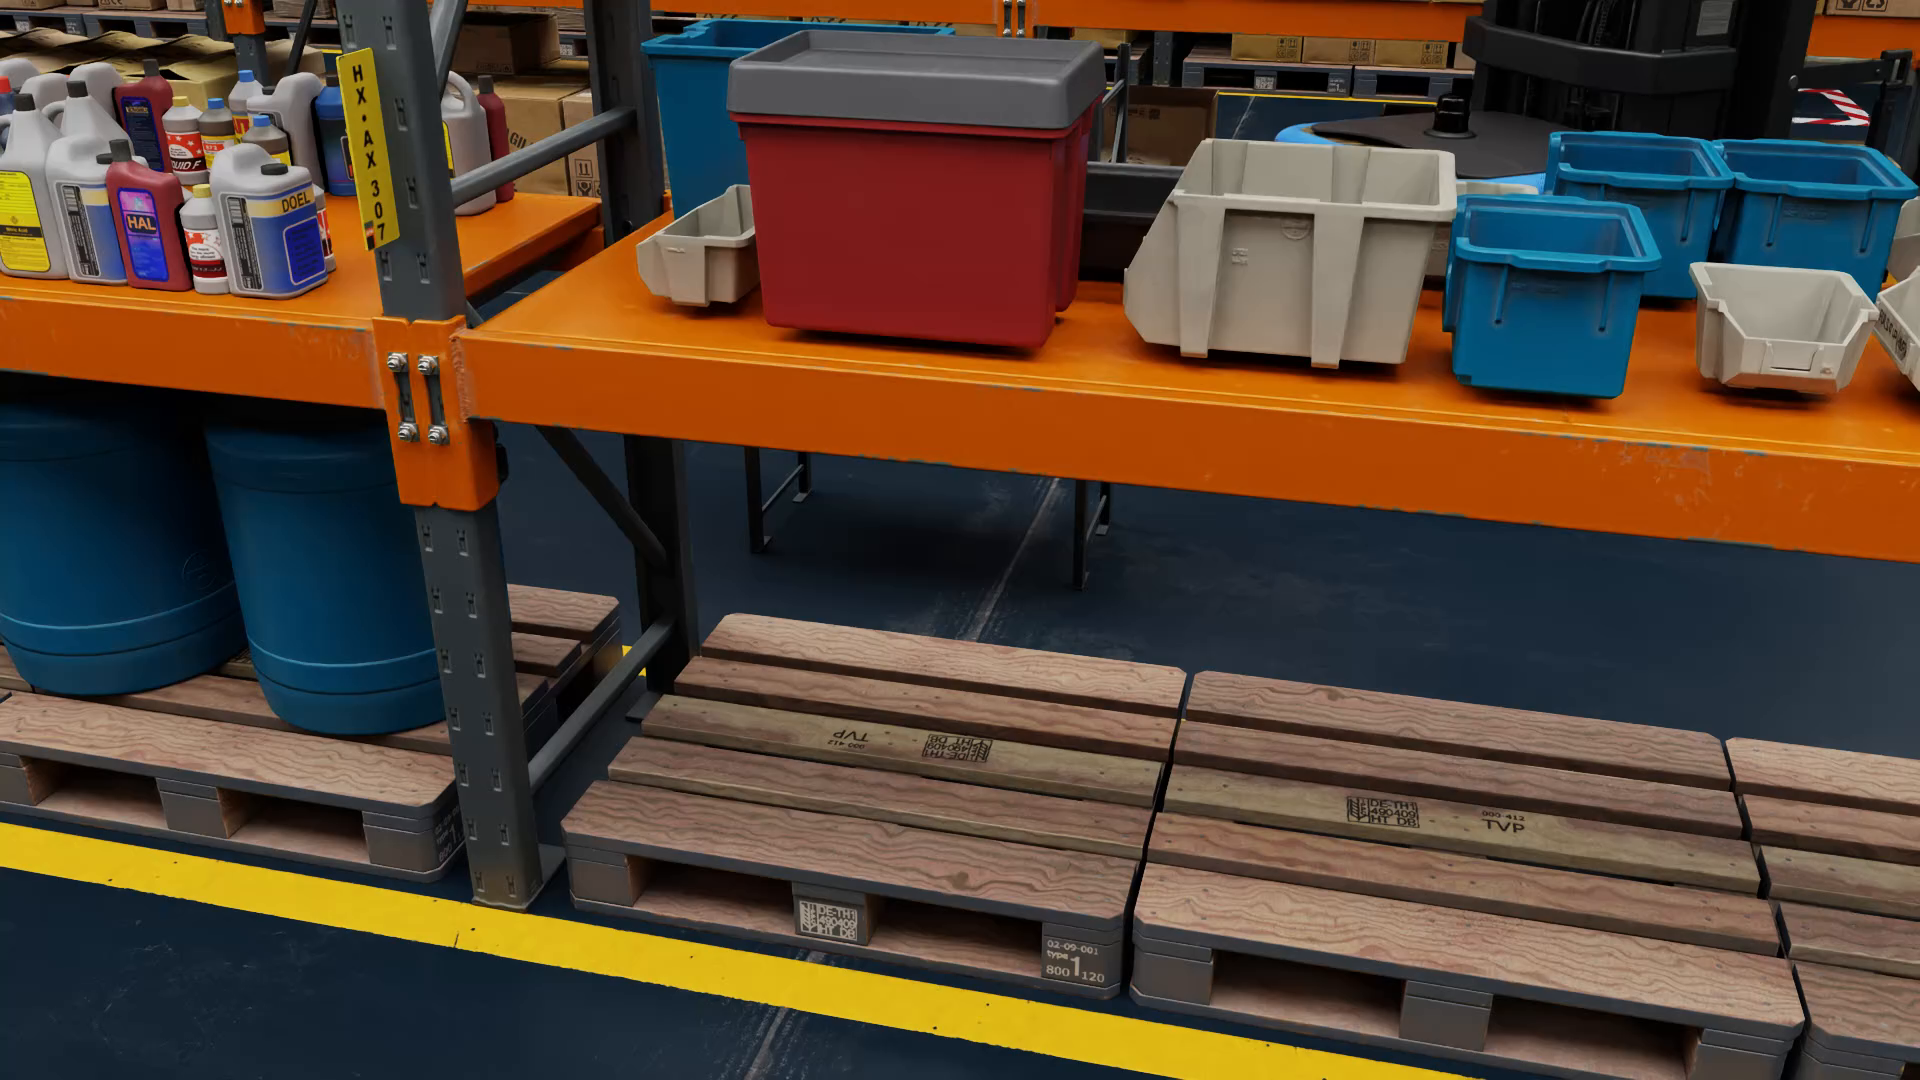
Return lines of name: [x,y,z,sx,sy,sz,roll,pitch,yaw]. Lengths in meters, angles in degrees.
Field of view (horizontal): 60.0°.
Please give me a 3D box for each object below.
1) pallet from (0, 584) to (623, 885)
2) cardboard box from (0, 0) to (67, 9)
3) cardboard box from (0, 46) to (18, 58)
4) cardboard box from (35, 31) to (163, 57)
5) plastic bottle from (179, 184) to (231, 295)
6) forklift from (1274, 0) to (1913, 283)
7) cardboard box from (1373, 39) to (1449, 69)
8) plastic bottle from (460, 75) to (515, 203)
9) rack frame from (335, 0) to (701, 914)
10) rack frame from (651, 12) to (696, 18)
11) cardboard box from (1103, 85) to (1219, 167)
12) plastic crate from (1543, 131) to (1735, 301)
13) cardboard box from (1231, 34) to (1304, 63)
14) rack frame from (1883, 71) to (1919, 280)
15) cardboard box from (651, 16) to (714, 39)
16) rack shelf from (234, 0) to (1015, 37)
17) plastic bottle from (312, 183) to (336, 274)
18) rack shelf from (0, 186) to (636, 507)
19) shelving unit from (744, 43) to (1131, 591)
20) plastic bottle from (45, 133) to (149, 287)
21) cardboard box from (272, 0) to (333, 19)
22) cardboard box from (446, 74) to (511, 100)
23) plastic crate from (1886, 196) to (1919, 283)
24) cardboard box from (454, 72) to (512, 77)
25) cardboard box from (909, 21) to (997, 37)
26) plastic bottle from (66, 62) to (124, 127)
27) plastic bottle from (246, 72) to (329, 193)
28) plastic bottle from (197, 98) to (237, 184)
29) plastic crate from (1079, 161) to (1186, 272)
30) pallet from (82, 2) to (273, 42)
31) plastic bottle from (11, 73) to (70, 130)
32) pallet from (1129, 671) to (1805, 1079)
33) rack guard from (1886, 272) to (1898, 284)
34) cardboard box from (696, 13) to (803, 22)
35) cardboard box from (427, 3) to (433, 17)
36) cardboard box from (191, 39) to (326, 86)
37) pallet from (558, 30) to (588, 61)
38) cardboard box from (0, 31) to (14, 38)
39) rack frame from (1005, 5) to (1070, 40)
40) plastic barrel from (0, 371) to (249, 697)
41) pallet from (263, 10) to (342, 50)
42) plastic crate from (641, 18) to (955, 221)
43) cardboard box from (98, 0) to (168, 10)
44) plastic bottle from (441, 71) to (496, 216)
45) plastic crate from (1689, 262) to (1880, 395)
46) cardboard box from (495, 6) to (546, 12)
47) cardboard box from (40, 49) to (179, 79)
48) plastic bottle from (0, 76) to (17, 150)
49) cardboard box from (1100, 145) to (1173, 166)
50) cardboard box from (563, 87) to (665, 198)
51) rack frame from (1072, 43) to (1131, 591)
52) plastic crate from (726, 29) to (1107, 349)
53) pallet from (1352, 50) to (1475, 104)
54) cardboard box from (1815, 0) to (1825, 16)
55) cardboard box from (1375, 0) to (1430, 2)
pallet: [-1.604,0.393,4.180,1.213,0.211,1.003,6,26,13]
cardboard box: [-8.124,-4.974,14.604,0.500,0.500,0.700,5,26,10]
cardboard box: [-5.550,-2.574,9.225,0.500,0.311,0.500,7,26,14]
cardboard box: [-4.942,-2.744,9.583,0.500,0.311,0.500,6,26,12]
plastic bottle: [-1.448,-0.586,3.221,0.097,0.201,0.097,0,25,0]
forklift: [2.643,-1.853,5.732,3.031,2.935,1.130,-10,27,-21]
cardboard box: [3.281,-3.718,11.990,0.500,0.500,0.700,7,26,14]
plastic bottle: [-1.116,-0.931,3.851,0.133,0.283,0.061,6,26,13]
rack frame: [-0.867,-0.767,3.371,0.127,3.000,1.000,6,26,13]
rack frame: [-2.274,-5.319,12.933,0.127,3.000,1.000,6,26,13]
cardboard box: [0.993,-1.955,8.264,0.500,0.500,0.500,6,26,13]
plastic crate: [1.284,-0.626,3.201,0.300,0.233,0.416,6,26,13]
cardboard box: [2.299,-3.829,12.223,0.500,0.500,0.700,7,26,14]
rack frame: [4.244,-2.400,6.802,0.127,3.000,1.000,6,26,13]
cardboard box: [-1.492,-2.551,8.642,0.500,0.250,0.500,6,26,12]
rack shelf: [-1.567,-2.718,8.306,4.000,0.370,1.077,6,26,13]
plastic bottle: [-1.316,-0.638,3.333,0.097,0.201,0.097,0,25,0]
rack shelf: [-2.804,-0.656,3.975,4.000,0.370,1.077,6,26,13]
shelving unit: [-0.083,-0.686,4.947,1.048,1.500,0.538,6,26,13]
plastic bottle: [-1.683,-0.657,3.285,0.135,0.276,0.152,6,26,13]
cardboard box: [-5.431,-4.746,14.125,0.500,0.500,0.700,7,26,15]
cardboard box: [-2.626,-2.105,8.578,0.500,0.500,0.500,5,26,11]
plastic crate: [1.903,-0.551,3.155,0.298,0.136,0.250,6,26,13]
cardboard box: [-2.540,-2.324,9.038,0.500,0.500,0.500,7,26,15]
cardboard box: [0.077,-4.219,12.635,0.750,0.750,0.750,7,26,15]
plastic bottle: [-2.117,-1.018,4.043,0.135,0.276,0.152,6,26,13]
plastic bottle: [-1.575,-0.958,3.917,0.135,0.276,0.152,6,26,13]
plastic bottle: [-1.775,-0.958,4.005,0.097,0.201,0.097,0,25,0]
plastic crate: [0.284,-0.661,3.400,0.590,0.125,0.437,6,26,13]
pallet: [-6.807,-4.546,14.552,1.213,0.211,1.003,6,26,13]
plastic bottle: [-2.155,-0.955,3.910,0.135,0.276,0.152,6,26,13]
pallet: [1.040,0.685,3.566,1.213,0.211,1.003,6,26,13]
rack guard: [4.171,-1.280,7.356,0.348,0.500,1.175,6,26,13]
cardboard box: [-1.594,-4.405,13.025,0.750,0.750,0.750,6,26,12]
cardboard box: [-4.434,-4.640,13.902,0.500,0.500,0.700,7,26,14]
cardboard box: [-3.938,-2.636,9.356,0.500,0.311,0.500,7,26,15]
pallet: [-3.030,-4.144,13.710,1.213,0.211,1.003,6,26,13]
cardboard box: [-5.926,-2.855,9.814,0.500,0.311,0.500,6,26,13]
rack frame: [0.370,-2.828,7.701,0.127,3.000,1.000,6,26,13]
plastic barrel: [-2.076,-0.150,4.028,0.708,0.901,0.600,6,26,13]
pallet: [-5.393,-4.406,14.258,1.213,0.211,1.003,6,26,13]
plastic crate: [-0.330,-0.878,3.554,0.575,0.384,0.392,6,26,13]
cardboard box: [-7.163,-4.912,14.474,0.500,0.500,0.500,4,26,9]
plastic bottle: [-1.166,-0.921,3.753,0.185,0.351,0.144,6,26,13]
plastic crate: [1.328,-0.339,2.709,0.250,0.136,0.298,6,26,13]
cardboard box: [-3.454,-4.548,13.710,0.500,0.500,0.700,6,26,13]
cardboard box: [-4.577,-2.464,8.995,0.500,0.311,0.500,6,26,12]
plastic bottle: [-1.982,-0.786,3.469,0.185,0.351,0.144,6,26,13]
cardboard box: [0.723,-1.678,7.901,0.500,0.311,0.500,6,26,13]
cardboard box: [-1.634,-1.996,8.348,0.500,0.500,0.500,5,26,11]
rack frame: [0.410,-0.632,4.832,0.032,1.500,0.500,6,26,13]
plastic crate: [-0.065,-0.623,2.924,0.583,0.464,0.402,6,26,13]
pallet: [3.502,-3.388,12.121,1.213,0.211,1.003,6,26,13]
cardboard box: [3.239,-2.434,6.757,0.500,0.500,0.500,7,26,13]
cardboard box: [1.777,-2.597,7.100,0.500,0.500,0.500,6,26,13]
